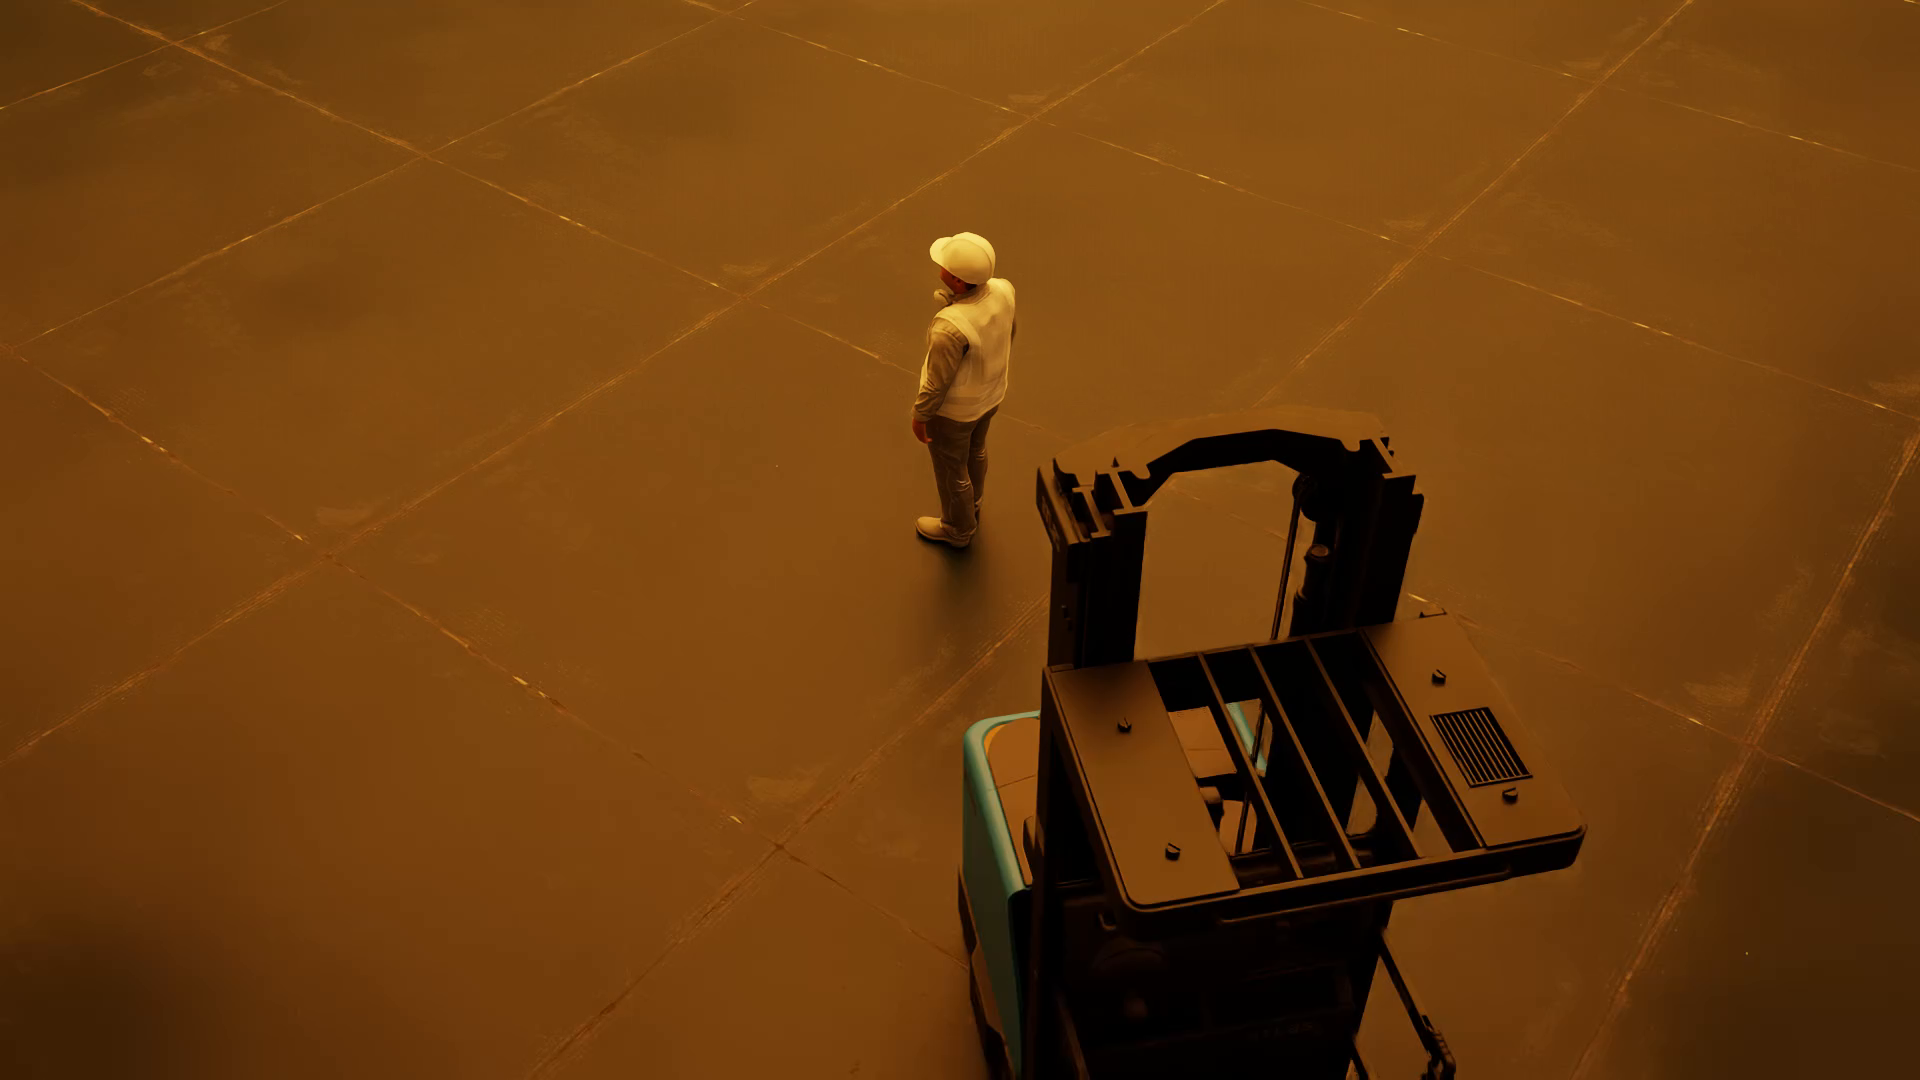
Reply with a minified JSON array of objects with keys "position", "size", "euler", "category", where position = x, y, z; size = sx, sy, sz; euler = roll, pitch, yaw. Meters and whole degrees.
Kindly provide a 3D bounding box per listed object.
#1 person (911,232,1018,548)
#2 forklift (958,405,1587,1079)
[{"position":[-0.046,-0.709,7.787],"size":[0.566,1.775,0.633],"euler":[26,47,28],"category":"person"},{"position":[0.797,1.220,4.643],"size":[1.130,2.935,3.031],"euler":[-8,41,-9],"category":"forklift"}]
